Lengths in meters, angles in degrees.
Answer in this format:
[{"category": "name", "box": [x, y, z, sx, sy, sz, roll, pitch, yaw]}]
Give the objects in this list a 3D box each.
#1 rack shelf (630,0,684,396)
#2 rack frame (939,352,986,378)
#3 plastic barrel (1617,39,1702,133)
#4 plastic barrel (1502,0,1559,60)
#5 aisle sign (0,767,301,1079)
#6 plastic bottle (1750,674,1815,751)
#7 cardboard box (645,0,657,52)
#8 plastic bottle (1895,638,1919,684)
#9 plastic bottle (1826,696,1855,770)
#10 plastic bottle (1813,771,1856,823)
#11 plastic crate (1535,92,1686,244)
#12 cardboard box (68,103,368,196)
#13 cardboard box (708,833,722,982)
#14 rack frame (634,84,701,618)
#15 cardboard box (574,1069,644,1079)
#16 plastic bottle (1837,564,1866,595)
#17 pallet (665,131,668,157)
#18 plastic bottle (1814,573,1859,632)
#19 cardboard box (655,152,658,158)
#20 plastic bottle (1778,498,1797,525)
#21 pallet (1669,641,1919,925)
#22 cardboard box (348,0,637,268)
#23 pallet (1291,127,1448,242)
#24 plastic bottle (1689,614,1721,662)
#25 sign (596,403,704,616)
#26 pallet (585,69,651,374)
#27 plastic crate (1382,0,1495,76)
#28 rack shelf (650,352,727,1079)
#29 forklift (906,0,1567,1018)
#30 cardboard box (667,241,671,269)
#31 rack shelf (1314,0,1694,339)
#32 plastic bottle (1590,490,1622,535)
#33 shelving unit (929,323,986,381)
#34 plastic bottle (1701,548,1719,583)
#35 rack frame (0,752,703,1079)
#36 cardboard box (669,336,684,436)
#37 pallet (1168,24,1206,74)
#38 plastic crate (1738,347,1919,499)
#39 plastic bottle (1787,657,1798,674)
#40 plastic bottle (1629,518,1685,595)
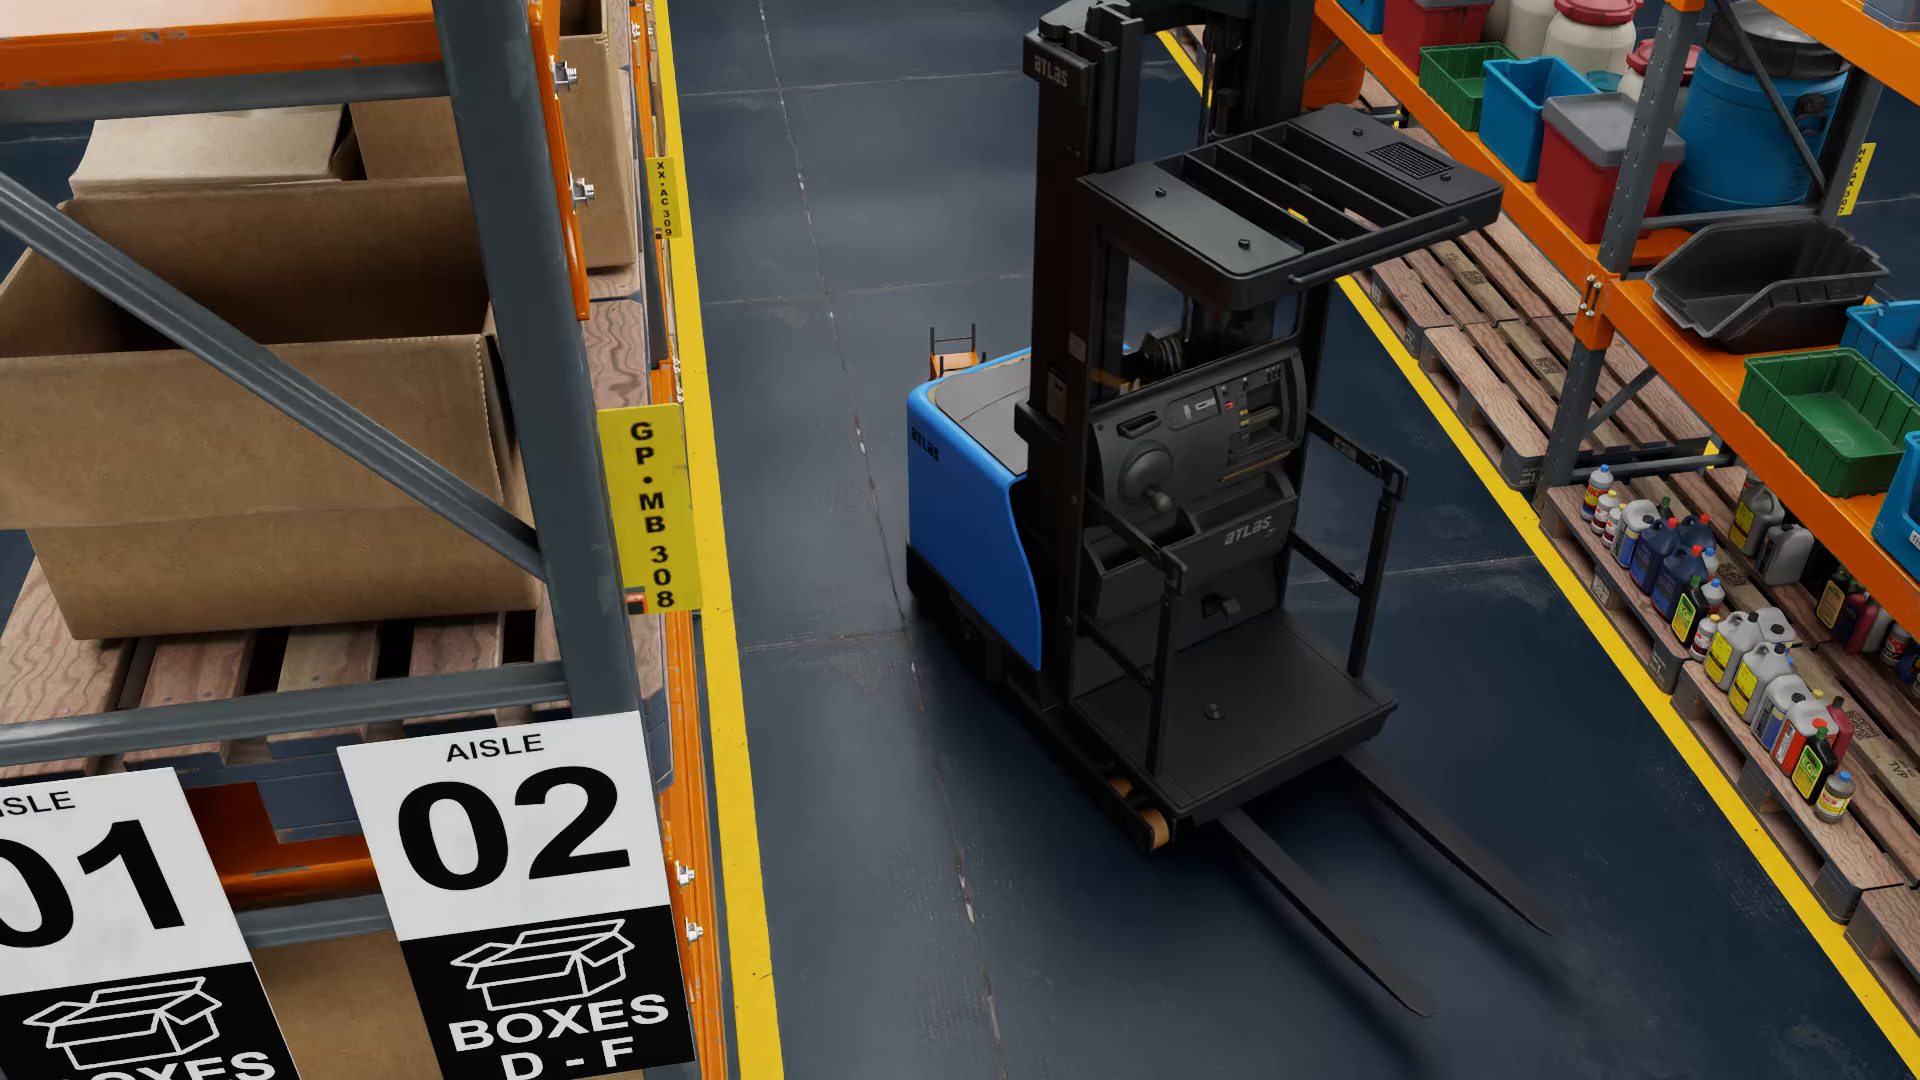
[{"category": "rack shelf", "box": [-1.992, -1.756, 8.152, 1.077, 0.370, 4.000, -6, 38, -8]}, {"category": "rack frame", "box": [0.012, -0.373, 7.375, 0.200, 1.050, 0.008, -6, 38, -8]}, {"category": "plastic barrel", "box": [3.284, -2.018, 7.791, 0.433, 0.535, 0.433, 0, 38, 0]}, {"category": "plastic barrel", "box": [3.079, -2.722, 8.698, 0.433, 0.535, 0.433, 0, 38, 0]}, {"category": "aisle sign", "box": [-1.218, 0.629, 2.377, 0.394, 0.787, 0.004, -6, 38, -8]}, {"category": "plastic bottle", "box": [3.142, 0.654, 6.325, 0.152, 0.276, 0.135, -7, 38, -9]}, {"category": "cardboard box", "box": [-2.322, -3.359, 11.308, 0.500, 0.500, 0.500, -7, 38, -9]}, {"category": "plastic bottle", "box": [3.813, 0.439, 6.606, 0.097, 0.271, 0.097, 0, 38, 0]}, {"category": "plastic bottle", "box": [3.271, 0.723, 6.230, 0.061, 0.283, 0.133, -6, 38, -8]}, {"category": "plastic bottle", "box": [3.183, 0.923, 6.040, 0.097, 0.201, 0.097, 0, 38, 0]}, {"category": "plastic crate", "box": [2.849, -1.647, 7.373, 0.402, 0.464, 0.583, -6, 38, -8]}, {"category": "cardboard box", "box": [-1.499, -0.790, 3.493, 0.500, 0.311, 0.500, -2, 38, -3]}, {"category": "cardboard box", "box": [-1.077, 1.250, 5.595, 0.500, 0.250, 0.500, -6, 38, -8]}, {"category": "rack frame", "box": [-1.642, -0.832, 6.376, 1.000, 3.000, 0.127, -6, 38, -8]}, {"category": "cardboard box", "box": [-0.797, 1.028, 3.371, 0.380, 0.149, 0.250, -6, 38, -8]}, {"category": "plastic bottle", "box": [3.723, 0.179, 6.876, 0.144, 0.351, 0.185, -6, 38, -8]}, {"category": "pallet", "box": [-2.437, -2.602, 10.927, 1.003, 0.211, 1.213, -6, 38, -8]}, {"category": "plastic bottle", "box": [3.626, 0.232, 6.862, 0.061, 0.283, 0.133, -6, 38, -8]}, {"category": "cardboard box", "box": [-1.911, -1.946, 9.252, 0.500, 0.311, 0.500, -7, 38, -9]}, {"category": "plastic bottle", "box": [3.632, -0.132, 7.276, 0.144, 0.351, 0.185, -7, 38, -9]}, {"category": "pallet", "box": [3.530, 0.887, 6.436, 1.003, 0.211, 1.213, -6, 38, -8]}, {"category": "cardboard box", "box": [-0.962, -0.894, 3.473, 0.500, 0.500, 0.500, -6, 38, -8]}, {"category": "pallet", "box": [2.632, -2.205, 10.417, 1.003, 0.211, 1.213, -6, 38, -8]}, {"category": "plastic bottle", "box": [3.028, 0.388, 6.727, 0.097, 0.201, 0.097, 0, 38, 0]}, {"category": "sign", "box": [-0.393, -0.033, 2.126, 0.100, 0.325, 0.005, -6, 38, -8]}, {"category": "pallet", "box": [-1.256, -0.734, 3.877, 1.003, 0.211, 1.213, -6, 38, -8]}, {"category": "plastic crate", "box": [2.516, -2.795, 8.850, 0.402, 0.464, 0.583, -6, 38, -8]}, {"category": "rack shelf", "box": [-1.291, 0.660, 5.042, 1.077, 0.370, 4.000, -6, 38, -8]}, {"category": "forklift", "box": [0.979, -0.325, 5.779, 1.130, 2.935, 3.031, -21, 43, -25]}, {"category": "cardboard box", "box": [-1.917, -1.726, 9.425, 0.500, 0.250, 0.500, -7, 38, -8]}, {"category": "rack shelf", "box": [2.885, -2.287, 8.835, 1.077, 0.370, 4.000, -6, 38, -8]}, {"category": "plastic bottle", "box": [2.878, -0.130, 7.395, 0.097, 0.201, 0.097, 0, 38, 0]}, {"category": "shelving unit", "box": [-0.009, -0.447, 7.470, 0.215, 1.050, 0.252, -6, 38, -8]}, {"category": "plastic bottle", "box": [3.113, 0.148, 6.980, 0.097, 0.271, 0.097, 0, 38, 0]}, {"category": "rack frame", "box": [-0.940, 1.584, 3.266, 1.000, 3.000, 0.127, -6, 38, -8]}, {"category": "cardboard box", "box": [-1.551, -0.713, 7.664, 0.500, 0.311, 0.500, -7, 38, -8]}, {"category": "pallet", "box": [2.145, -3.884, 12.578, 1.003, 0.211, 1.213, -6, 38, -8]}, {"category": "plastic crate", "box": [3.196, -0.429, 6.030, 0.450, 0.188, 0.662, -6, 38, -8]}, {"category": "plastic bottle", "box": [3.220, 0.545, 6.526, 0.097, 0.201, 0.097, 0, 38, 0]}, {"category": "plastic bottle", "box": [2.969, 0.042, 7.052, 0.144, 0.351, 0.185, -5, 38, -7]}]
